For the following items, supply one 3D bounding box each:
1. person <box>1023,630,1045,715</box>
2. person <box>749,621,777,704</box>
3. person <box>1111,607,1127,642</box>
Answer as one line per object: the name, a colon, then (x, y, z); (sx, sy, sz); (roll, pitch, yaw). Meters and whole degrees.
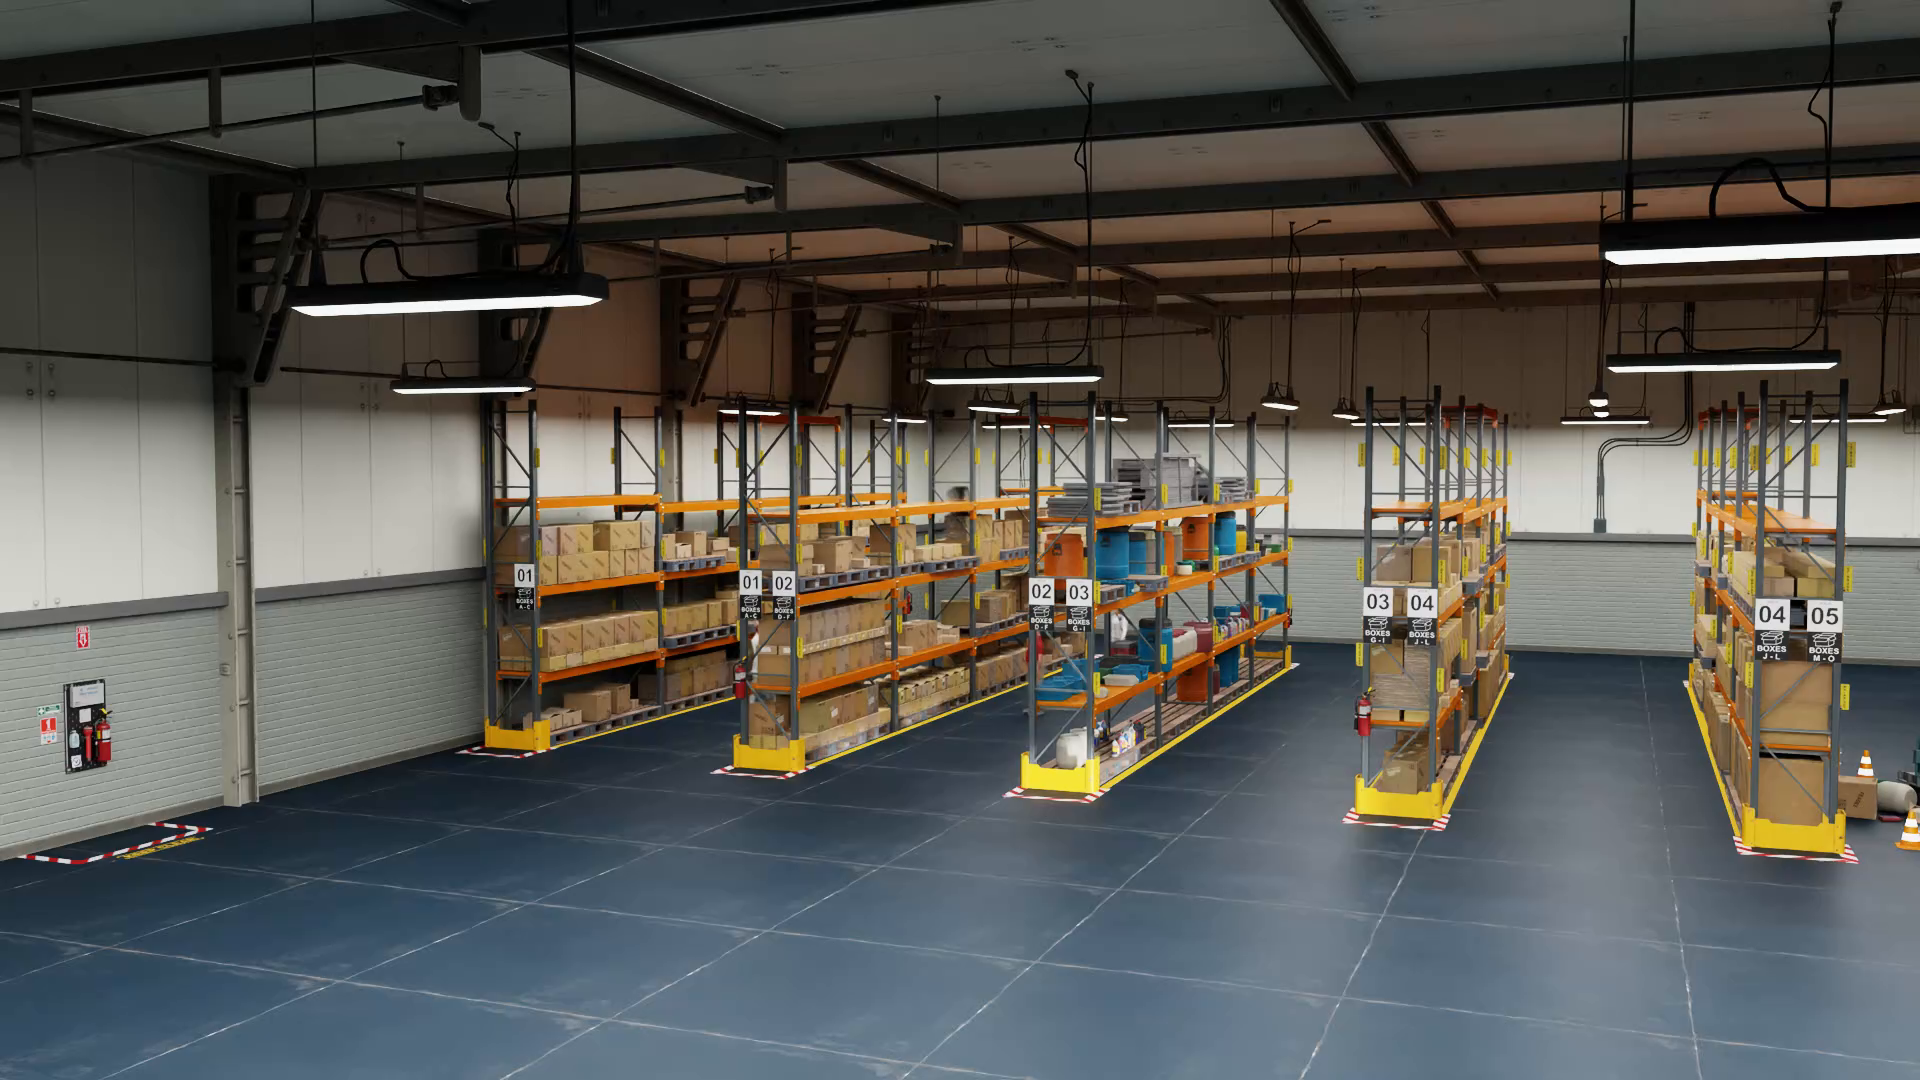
person: (1.450, 2.535, 32.519); (0.405, 1.730, 0.590); (0, 3, -5)
person: (-3.904, 2.509, 33.025); (0.526, 1.828, 0.706); (2, 3, 29)
person: (3.655, 2.274, 38.569); (0.492, 1.640, 0.975); (1, 3, 17)
